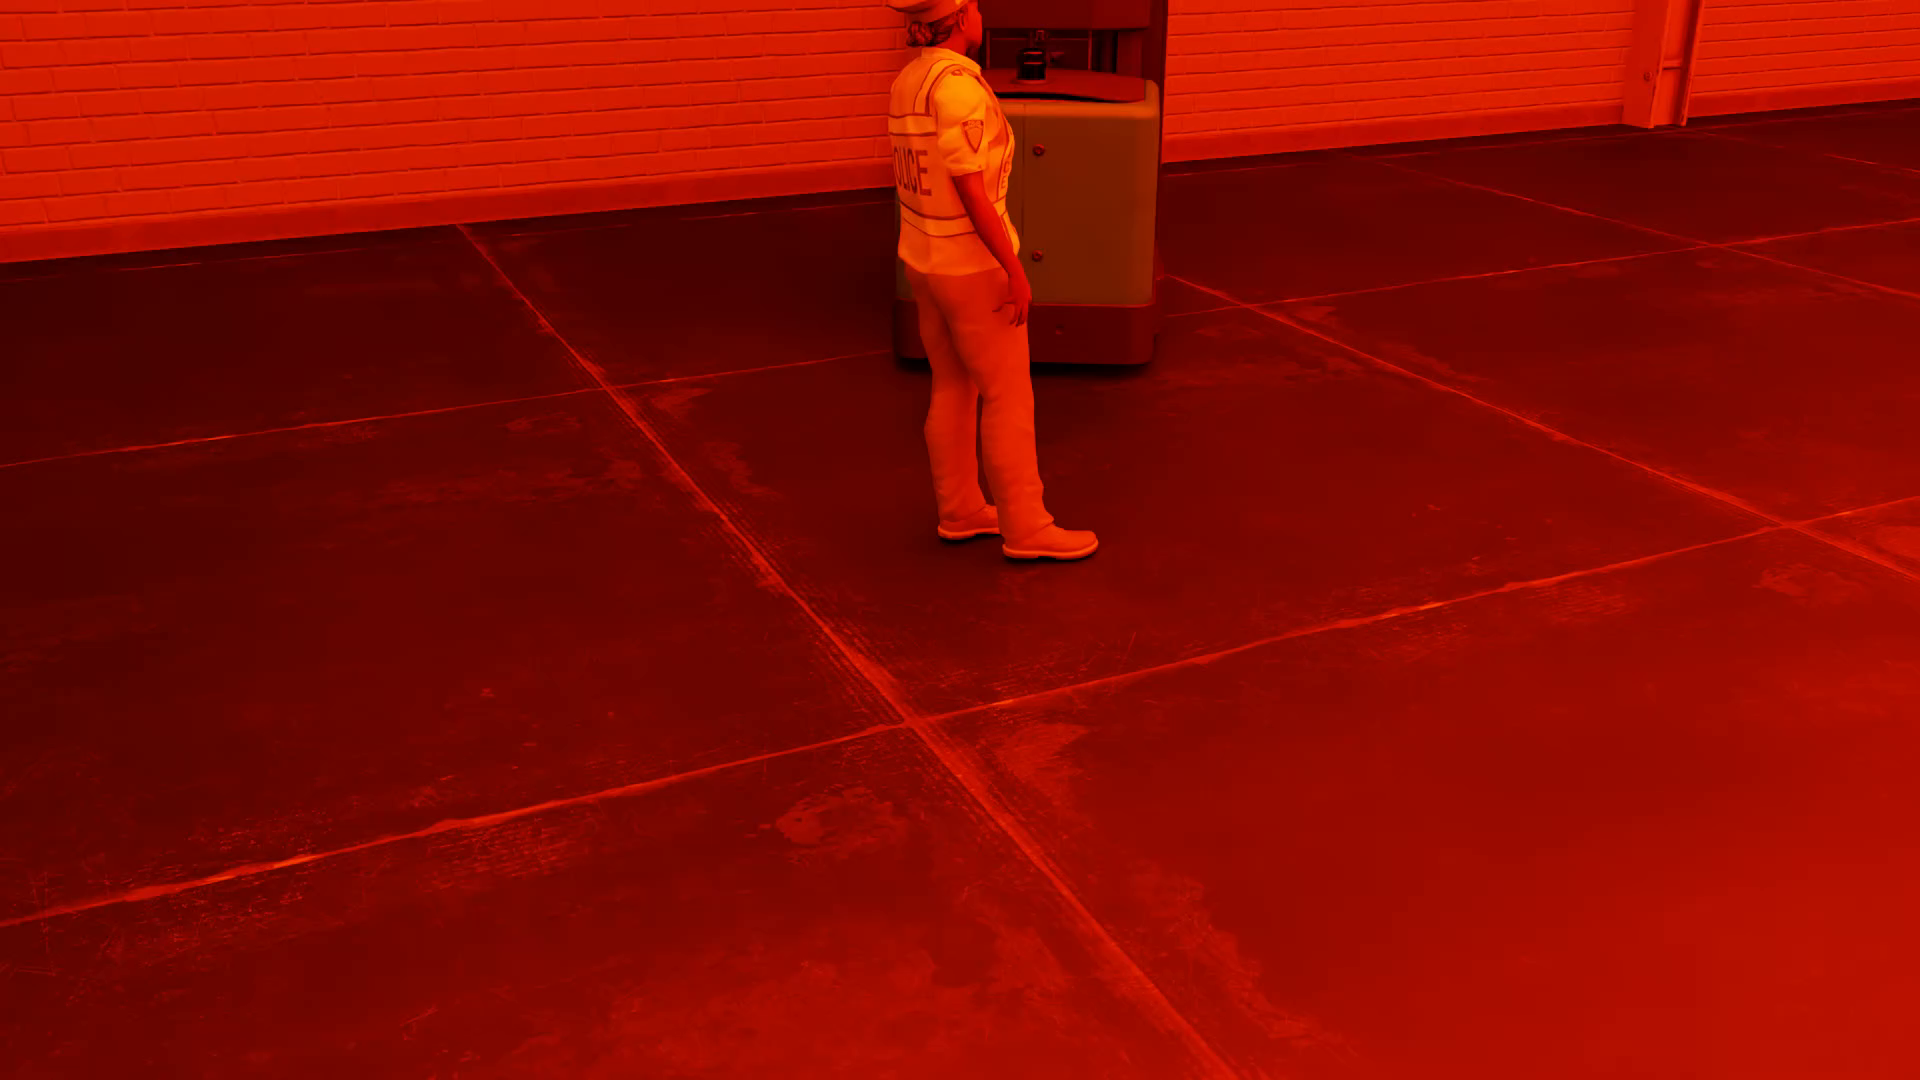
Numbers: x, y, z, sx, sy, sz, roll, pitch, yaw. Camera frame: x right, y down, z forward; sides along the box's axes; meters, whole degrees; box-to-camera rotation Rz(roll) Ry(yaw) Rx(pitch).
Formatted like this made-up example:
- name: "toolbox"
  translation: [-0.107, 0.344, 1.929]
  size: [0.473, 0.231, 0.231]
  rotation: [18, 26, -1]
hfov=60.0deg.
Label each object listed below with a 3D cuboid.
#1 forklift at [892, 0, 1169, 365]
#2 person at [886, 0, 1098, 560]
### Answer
- name: "forklift"
  translation: [0.396, -2.574, 7.482]
  size: [1.130, 2.935, 3.031]
  rotation: [2, 23, 5]
- name: "person"
  translation: [0.076, -0.794, 4.792]
  size: [0.530, 1.695, 0.570]
  rotation: [-10, 25, -23]
